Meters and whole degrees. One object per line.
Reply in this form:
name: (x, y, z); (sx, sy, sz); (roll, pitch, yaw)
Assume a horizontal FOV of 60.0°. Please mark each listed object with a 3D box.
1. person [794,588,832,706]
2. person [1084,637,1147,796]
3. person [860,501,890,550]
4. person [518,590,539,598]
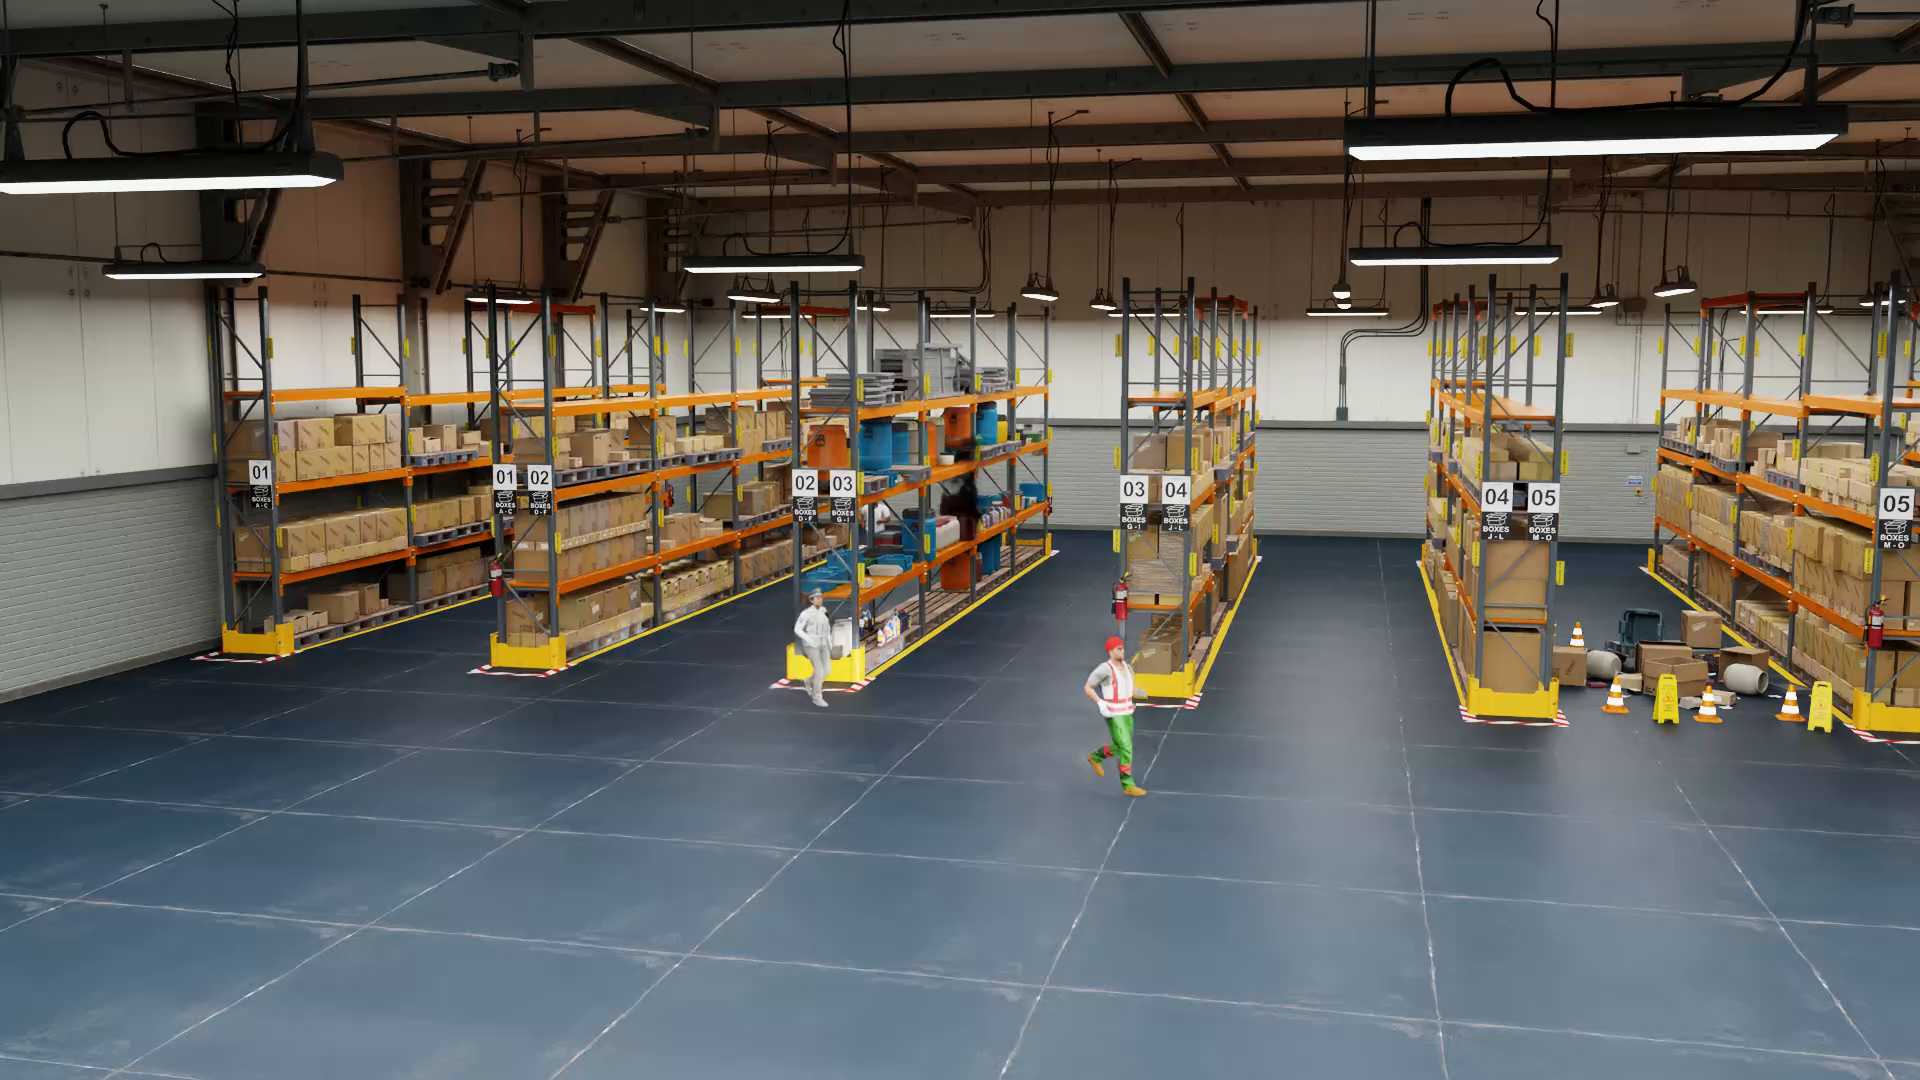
person: (-2.067, 1.500, 23.479); (0.557, 1.684, 0.650); (6, 9, 42)
person: (1.758, 1.969, 18.813); (0.914, 1.765, 0.670); (6, 9, 43)
person: (-1.917, -0.185, 37.345); (0.701, 1.793, 0.848); (0, 7, 2)
person: (-7.721, 0.759, 30.082); (0.612, 1.715, 0.721); (2, 7, 16)
